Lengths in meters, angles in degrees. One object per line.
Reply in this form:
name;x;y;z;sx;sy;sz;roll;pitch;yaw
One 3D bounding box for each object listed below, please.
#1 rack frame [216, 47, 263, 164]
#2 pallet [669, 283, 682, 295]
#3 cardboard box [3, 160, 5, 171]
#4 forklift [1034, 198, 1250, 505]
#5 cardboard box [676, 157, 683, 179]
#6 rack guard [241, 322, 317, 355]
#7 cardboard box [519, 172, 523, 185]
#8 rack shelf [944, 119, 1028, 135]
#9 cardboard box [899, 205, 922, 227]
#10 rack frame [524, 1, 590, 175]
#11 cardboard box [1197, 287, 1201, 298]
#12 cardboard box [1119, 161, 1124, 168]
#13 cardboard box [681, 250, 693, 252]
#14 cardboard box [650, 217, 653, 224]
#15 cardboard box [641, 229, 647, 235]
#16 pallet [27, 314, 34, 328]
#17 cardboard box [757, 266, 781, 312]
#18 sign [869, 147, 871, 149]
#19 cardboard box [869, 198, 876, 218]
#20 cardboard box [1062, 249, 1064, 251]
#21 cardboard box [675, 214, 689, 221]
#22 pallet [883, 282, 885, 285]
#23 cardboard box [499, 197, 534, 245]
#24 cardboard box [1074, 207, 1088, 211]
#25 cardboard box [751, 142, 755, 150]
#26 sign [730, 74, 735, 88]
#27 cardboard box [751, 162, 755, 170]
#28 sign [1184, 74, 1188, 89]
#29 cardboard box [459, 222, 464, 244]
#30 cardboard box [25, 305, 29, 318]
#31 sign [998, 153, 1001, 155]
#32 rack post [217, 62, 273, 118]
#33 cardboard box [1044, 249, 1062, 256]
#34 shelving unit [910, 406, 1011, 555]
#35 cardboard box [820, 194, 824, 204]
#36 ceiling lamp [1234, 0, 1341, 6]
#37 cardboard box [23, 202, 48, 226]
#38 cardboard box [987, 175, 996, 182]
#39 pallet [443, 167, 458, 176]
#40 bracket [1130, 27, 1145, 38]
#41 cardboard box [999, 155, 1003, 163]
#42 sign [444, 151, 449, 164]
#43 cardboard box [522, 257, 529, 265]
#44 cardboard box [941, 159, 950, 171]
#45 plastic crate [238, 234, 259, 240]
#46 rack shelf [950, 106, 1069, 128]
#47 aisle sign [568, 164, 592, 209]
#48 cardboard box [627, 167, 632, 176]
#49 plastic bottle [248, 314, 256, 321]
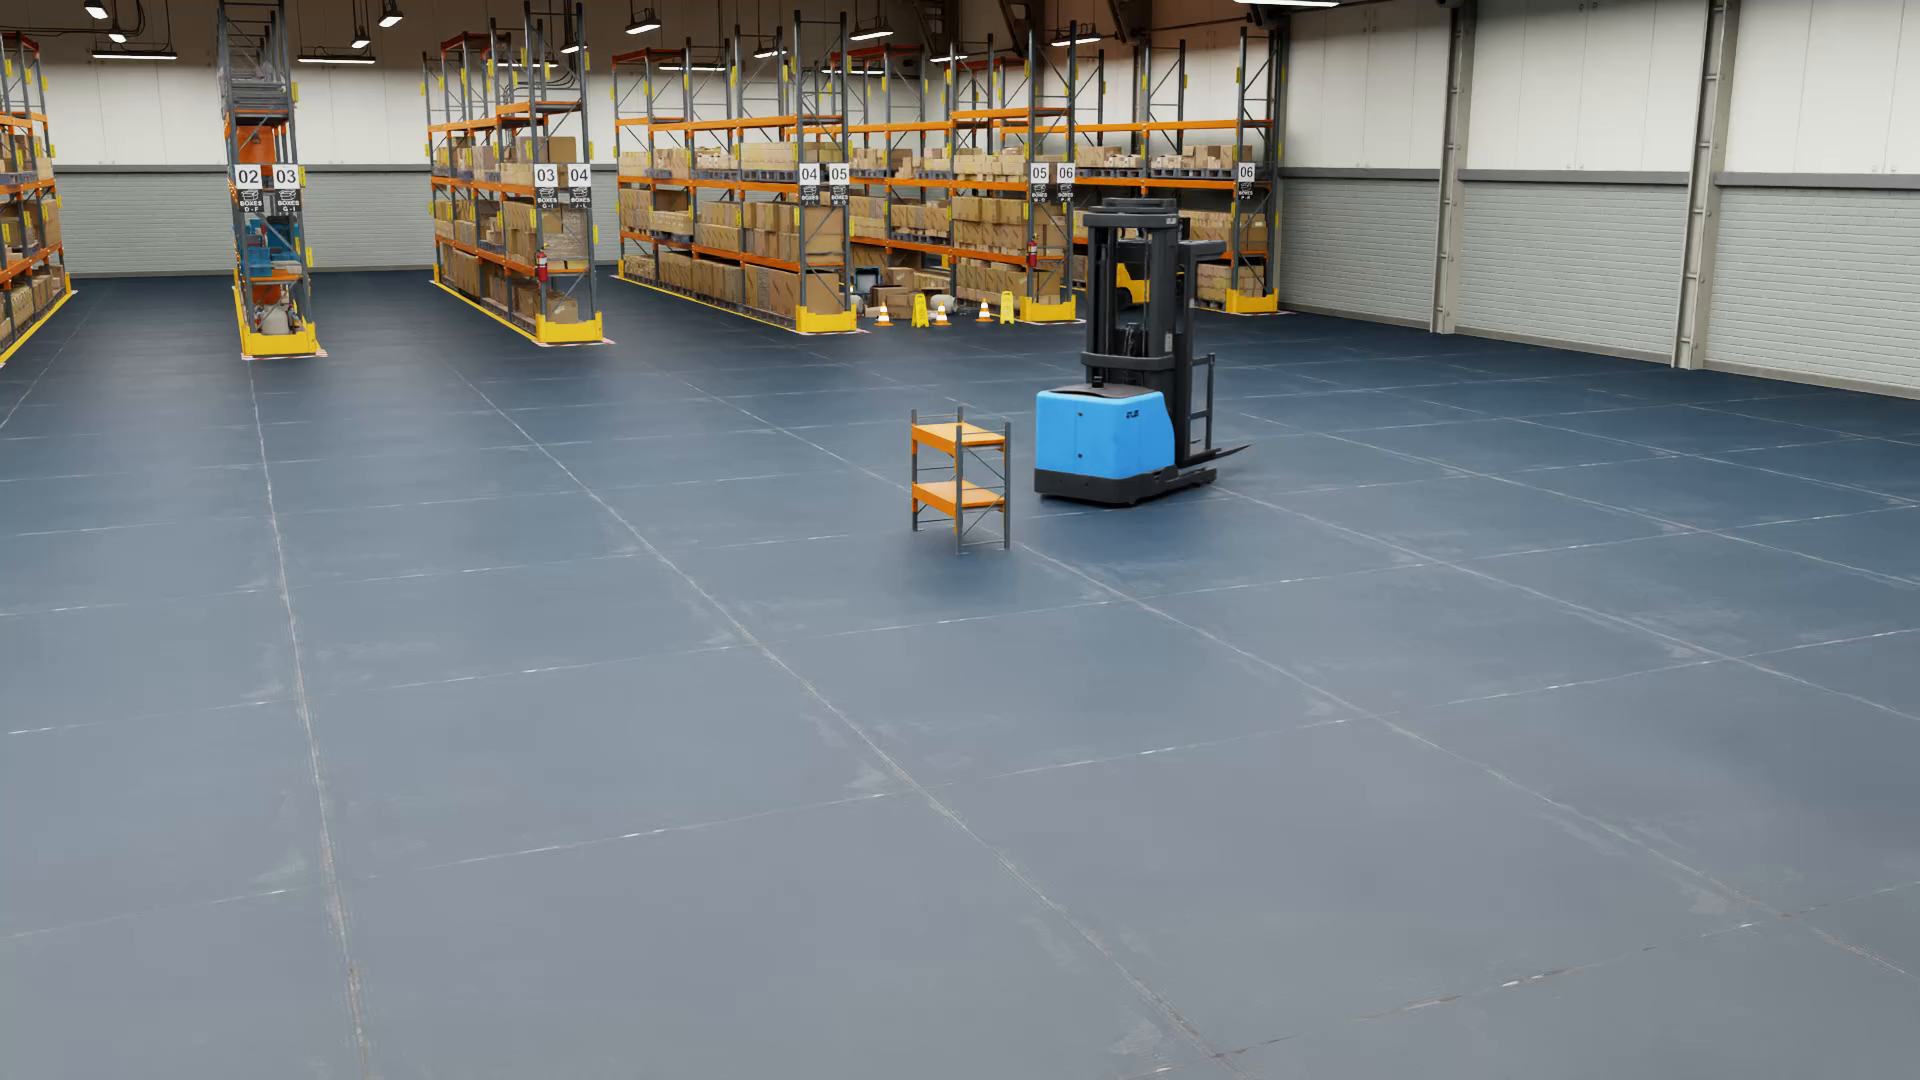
rack frame;-18.163;-10.935;42.161;1.000;3.000;0.127;-6;14;-23
pallet;-6.631;-6.289;41.575;1.003;0.211;1.213;-6;14;-23
cardboard box;-19.265;-7.417;33.015;0.500;0.250;0.500;-7;15;-27
forklift;2.037;-2.043;17.198;1.130;2.935;3.031;10;16;36
cardboard box;-6.509;-8.942;39.977;0.500;0.500;0.500;-6;14;-23
rack guard;-11.827;-3.501;28.887;1.175;0.500;0.348;-6;14;-23
cardboard box;-8.041;-6.829;31.403;0.500;0.250;0.500;-5;14;-22
rack shelf;0.803;-11.962;48.198;1.077;0.370;4.000;-6;14;-23
cardboard box;-1.156;-7.880;40.450;0.500;0.500;0.500;-5;14;-20
rack frame;-7.215;-8.077;29.812;1.000;3.000;0.127;-6;14;-23
cardboard box;5.551;-5.640;37.753;0.500;0.250;0.500;-5;14;-22
cardboard box;4.090;-9.117;40.361;0.380;0.149;0.250;-6;14;-23
cardboard box;-6.907;-7.282;42.629;0.500;0.250;0.500;-6;14;-24
cardboard box;-7.701;-8.165;42.462;0.380;0.149;0.250;-5;14;-22
cardboard box;-8.238;-8.189;44.157;0.380;0.149;0.250;-6;14;-25
pallet;-19.204;-4.381;33.331;1.003;0.211;1.213;-6;14;-23
cardboard box;-3.680;-5.255;34.705;0.875;0.875;0.875;-6;14;-23
sign;-2.449;-10.446;44.856;0.100;0.325;0.005;-6;14;-23
cardboard box;-2.000;-8.427;42.187;0.500;0.500;0.500;-5;14;-22
cardboard box;2.856;-7.806;45.117;0.380;0.149;0.250;-6;14;-24
cardboard box;-6.655;-7.772;40.106;0.380;0.149;0.250;-5;14;-21
pallet;-1.586;-6.513;42.545;1.003;0.211;1.213;-6;14;-23
cardboard box;-9.008;-6.654;34.708;1.000;1.000;1.000;-6;14;-23
cardboard box;3.144;-8.525;43.899;0.500;0.500;0.500;-5;14;-20
cardboard box;-4.092;-8.125;34.308;0.380;0.149;0.250;-6;14;-24
sign;-5.328;-10.740;38.895;0.100;0.325;0.005;-6;14;-23
cardboard box;-4.094;-7.738;34.401;0.380;0.149;0.250;-6;14;-24
sign;5.328;-10.825;39.262;0.100;0.325;0.005;-6;14;-23
cardboard box;-11.665;-7.357;39.785;0.500;0.500;0.500;-6;14;-24
cardboard box;-18.656;-4.481;32.746;0.500;0.250;0.500;-5;14;-22
sign;1.110;-10.640;46.393;0.100;0.325;0.005;-6;14;-23
rack post;-14.223;-8.953;33.151;1.013;1.000;3.121;-6;14;-23
cardboard box;1.919;-6.016;34.768;0.380;0.149;0.250;-6;14;-23
shelving unit;-0.003;-0.549;14.749;0.538;1.125;1.048;-6;14;-23
cardboard box;-3.580;-9.243;45.713;0.500;0.500;0.500;-6;14;-24
ceiling lamp;5.601;-10.517;27.408;2.000;3.185;0.800;-6;14;-23
cardboard box;-21.031;-7.398;37.744;0.500;0.500;0.500;-5;14;-21
cardboard box;0.810;-7.750;35.609;0.380;0.149;0.250;-6;14;-24
pallet;-12.340;-9.222;41.606;1.003;0.211;1.213;-6;14;-23
bracket;4.396;-12.522;41.034;0.235;0.232;0.430;-6;14;-23
cardboard box;1.045;-8.093;35.320;0.380;0.149;0.250;-6;14;-25
sign;-12.530;-9.335;40.577;0.100;0.325;0.005;-6;14;-23
cardboard box;-8.216;-5.373;31.988;0.380;0.149;0.250;-6;14;-23
cardboard box;-0.104;-8.576;38.022;0.500;0.250;0.500;-6;14;-24
plastic crate;-14.591;-6.030;34.127;0.402;0.464;0.583;-6;14;-23
rack shelf;1.064;-9.033;35.546;1.077;0.370;4.000;-6;14;-23
aisle sign;-6.916;-6.435;30.257;0.394;0.787;0.004;-6;14;-23
cardboard box;-8.669;-9.945;44.868;0.500;0.250;0.500;-6;14;-25
plastic bottle;-13.167;-4.126;30.944;0.144;0.351;0.185;-6;14;-23
